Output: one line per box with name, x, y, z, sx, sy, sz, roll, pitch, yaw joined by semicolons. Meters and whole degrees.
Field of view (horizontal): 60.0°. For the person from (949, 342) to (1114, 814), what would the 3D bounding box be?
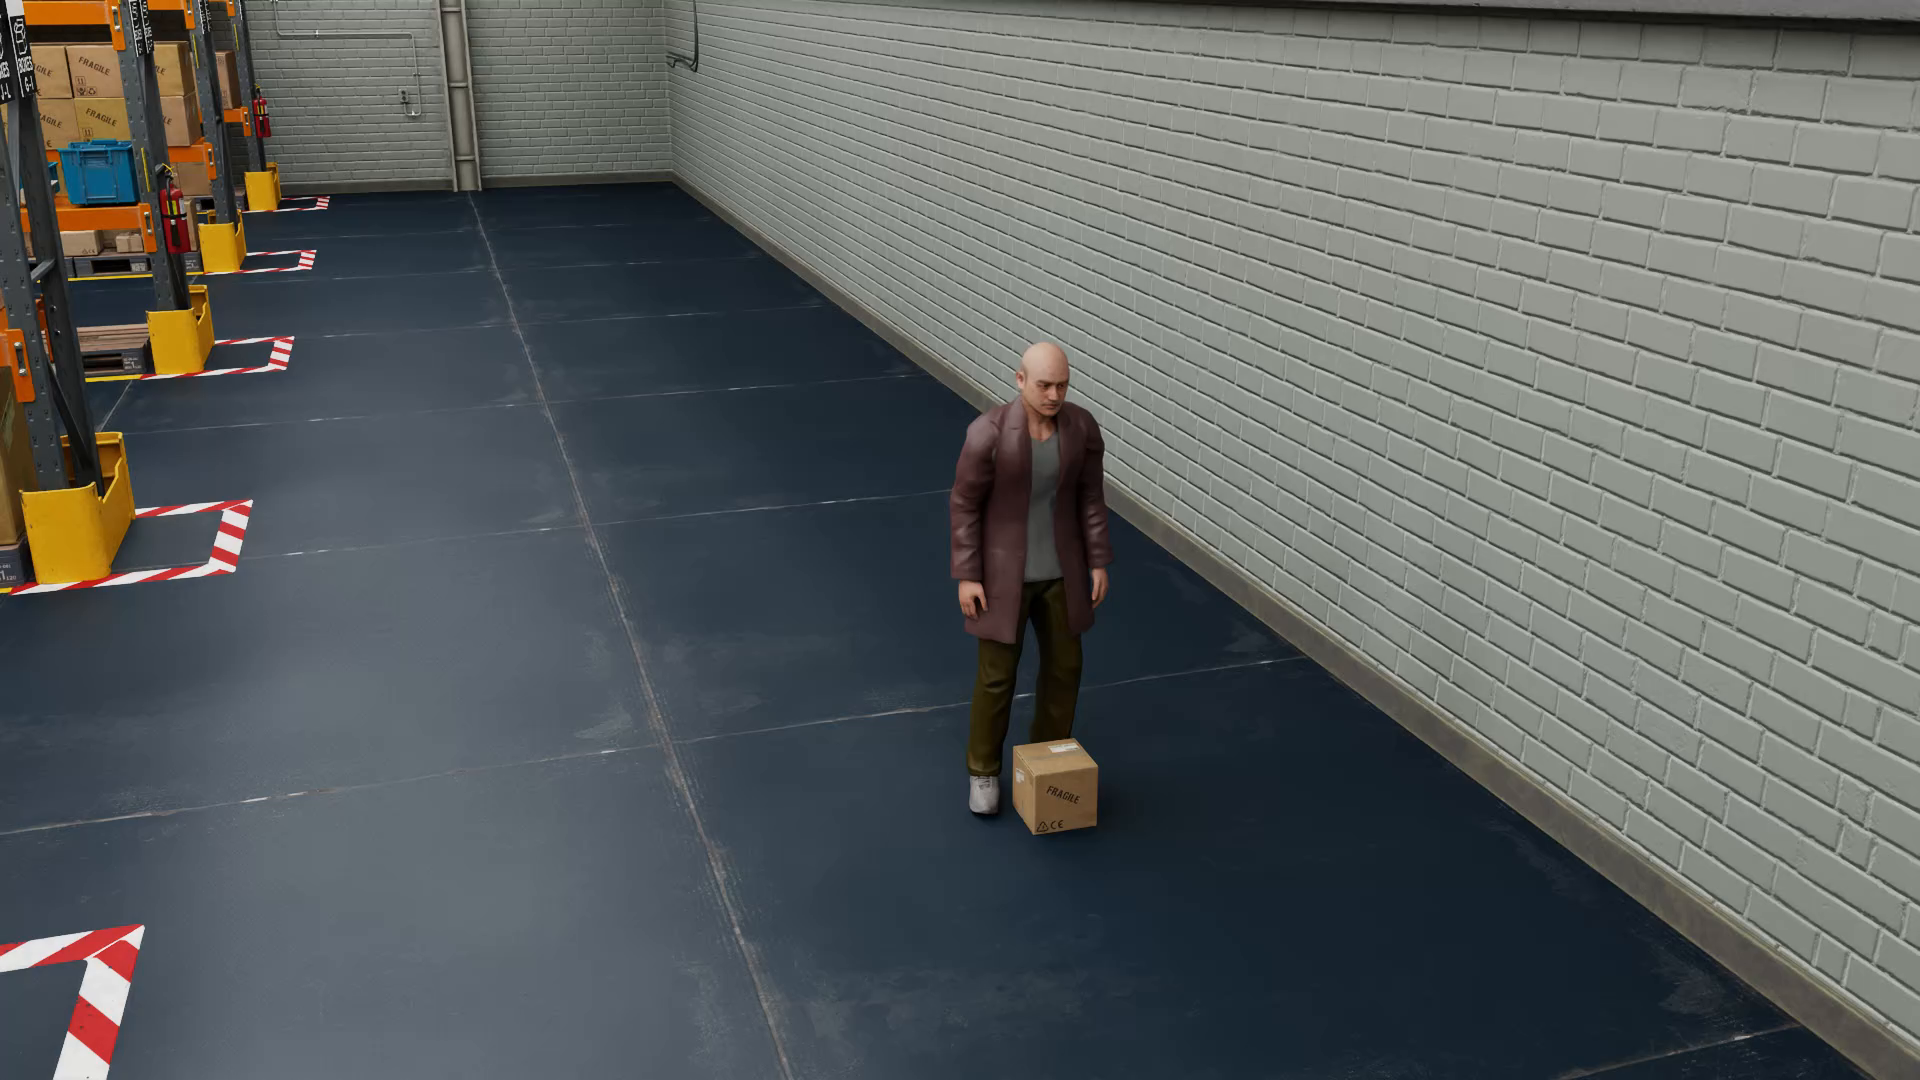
person;0.269;0.128;6.215;0.644;1.774;0.425;-6;20;-17
